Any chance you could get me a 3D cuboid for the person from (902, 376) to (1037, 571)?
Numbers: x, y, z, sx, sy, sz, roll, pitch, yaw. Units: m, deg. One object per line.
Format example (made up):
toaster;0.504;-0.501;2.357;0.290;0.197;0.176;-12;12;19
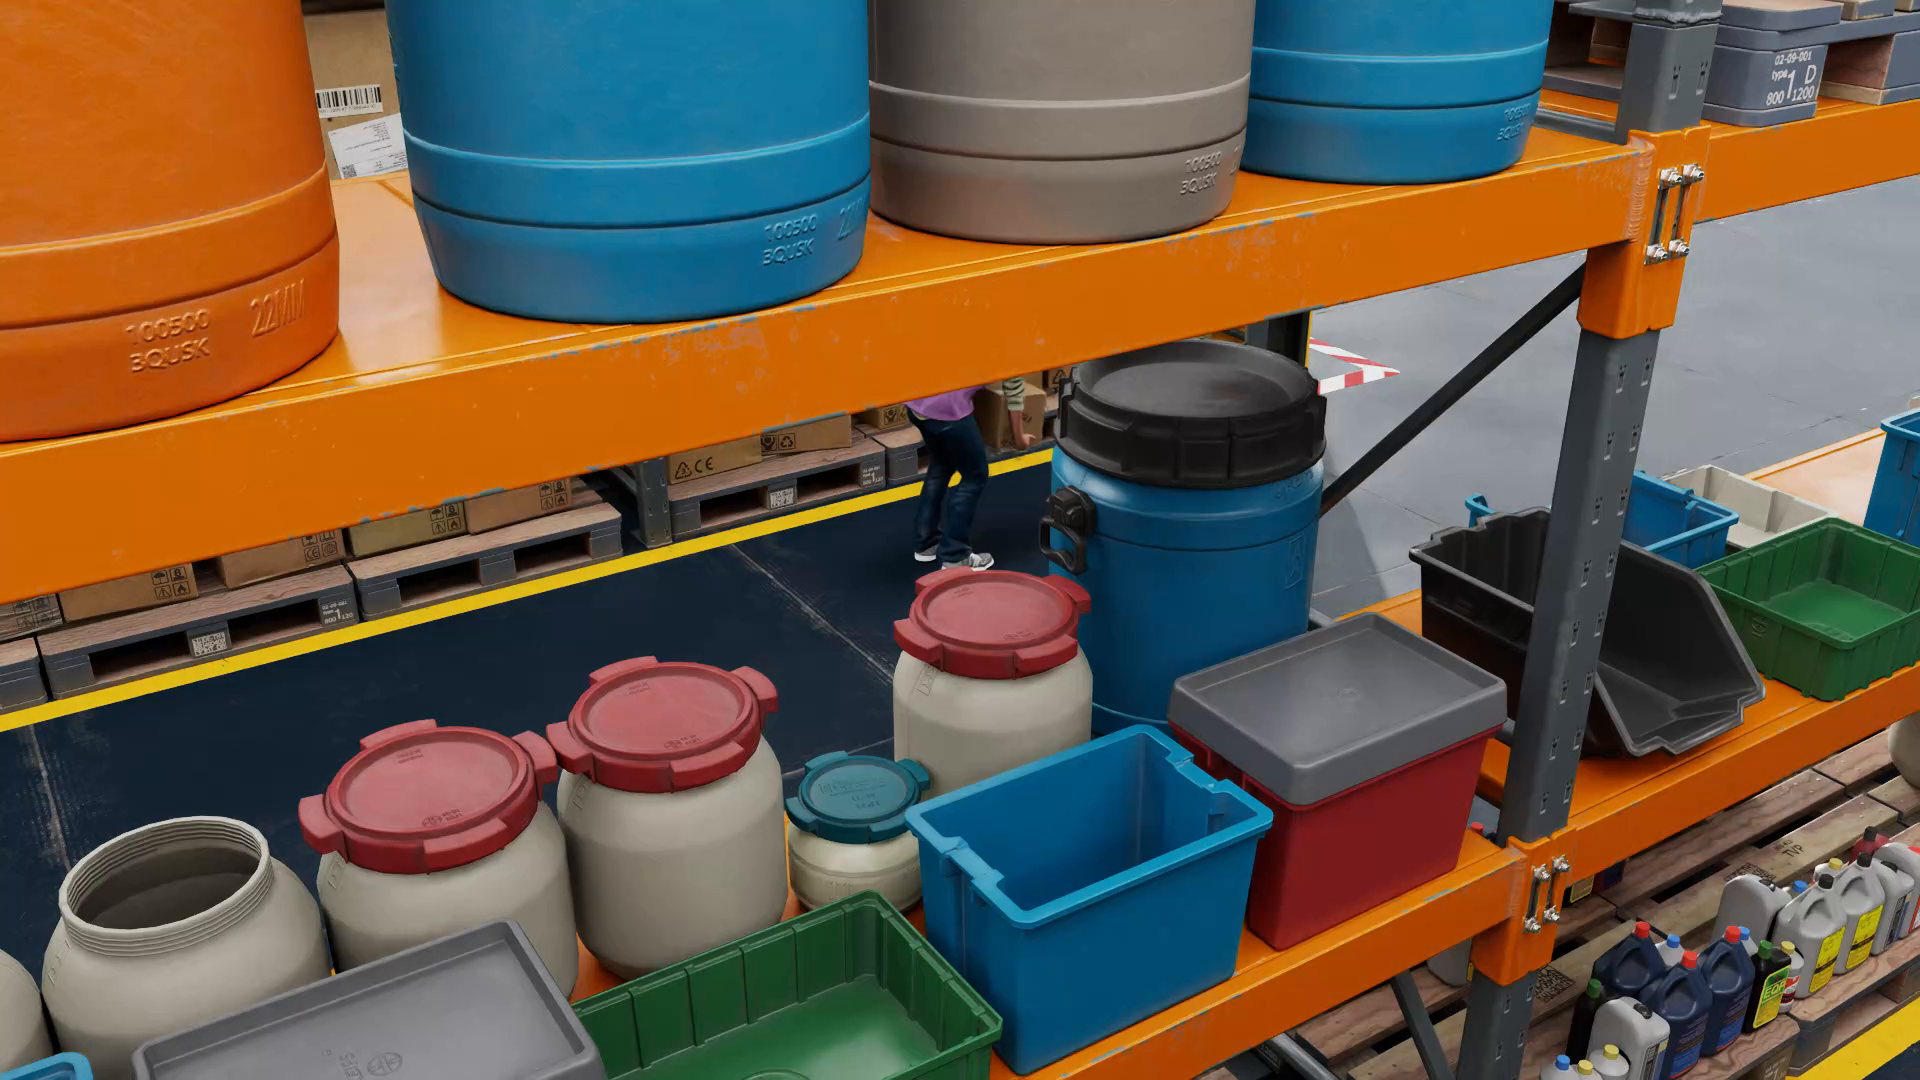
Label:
person;0.085;-0.538;7.521;0.737;1.369;0.374;-16;30;-30
